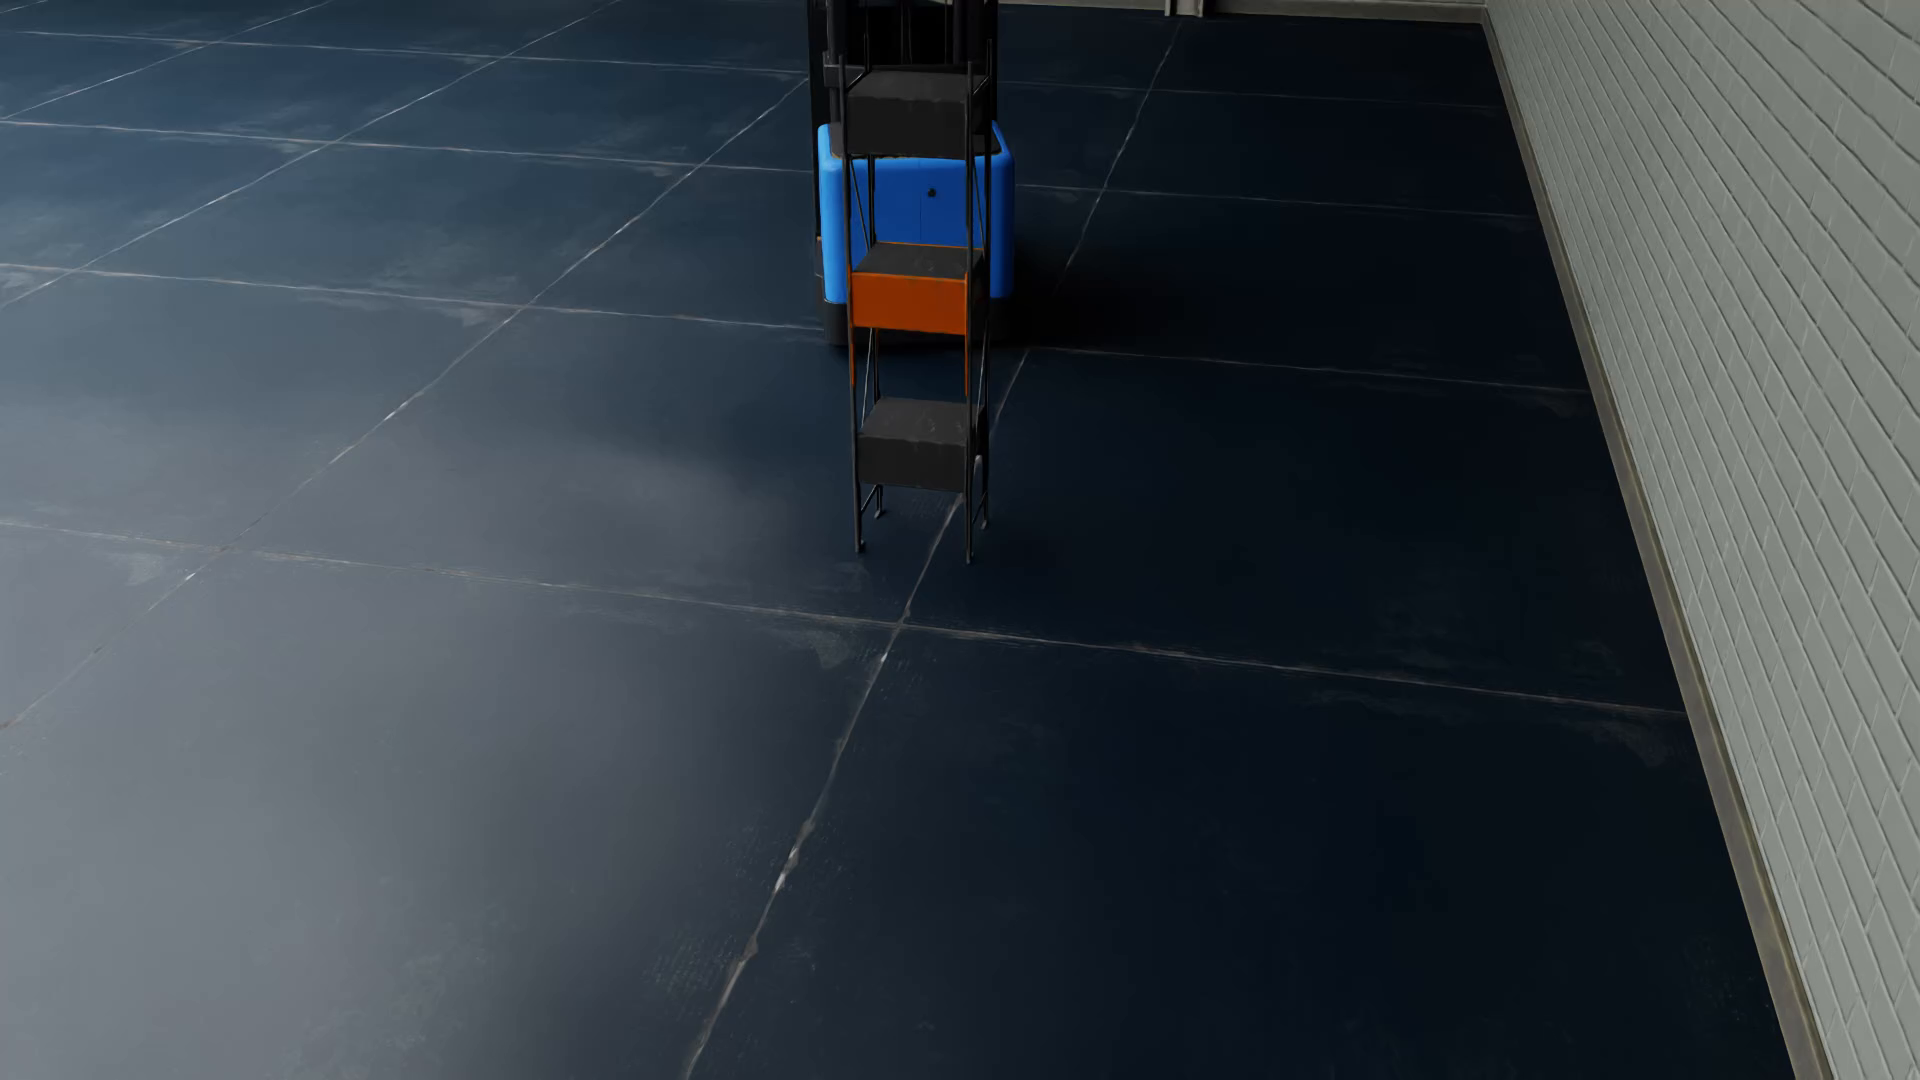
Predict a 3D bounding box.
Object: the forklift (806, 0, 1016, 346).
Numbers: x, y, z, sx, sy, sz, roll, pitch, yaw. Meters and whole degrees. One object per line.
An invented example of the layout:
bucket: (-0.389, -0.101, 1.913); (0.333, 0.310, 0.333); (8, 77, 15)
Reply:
forklift: (-0.354, -3.021, 9.716); (1.130, 2.935, 3.031); (-3, 29, -5)

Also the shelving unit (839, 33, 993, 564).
shelving unit: (-0.162, -0.938, 6.776); (0.503, 2.100, 0.431); (6, 29, 11)

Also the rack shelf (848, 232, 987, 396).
rack shelf: (-0.162, -0.926, 6.783); (0.480, 0.518, 0.431); (6, 29, 11)

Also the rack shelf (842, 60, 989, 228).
rack shelf: (-0.162, -1.540, 6.447); (0.480, 0.518, 0.431); (6, 29, 11)

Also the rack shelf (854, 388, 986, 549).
rack shelf: (-0.162, -0.312, 7.119); (0.480, 0.518, 0.431); (6, 29, 11)

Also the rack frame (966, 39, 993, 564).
rack frame: (0.077, -0.913, 6.731); (0.015, 2.100, 0.400); (6, 29, 11)

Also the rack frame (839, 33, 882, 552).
rack frame: (-0.401, -0.962, 6.821); (0.015, 2.100, 0.400); (6, 29, 11)

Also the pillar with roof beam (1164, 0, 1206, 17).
pillar with roof beam: (1.430, -7.372, 11.346); (0.400, 9.000, 9.100); (6, 29, 11)
